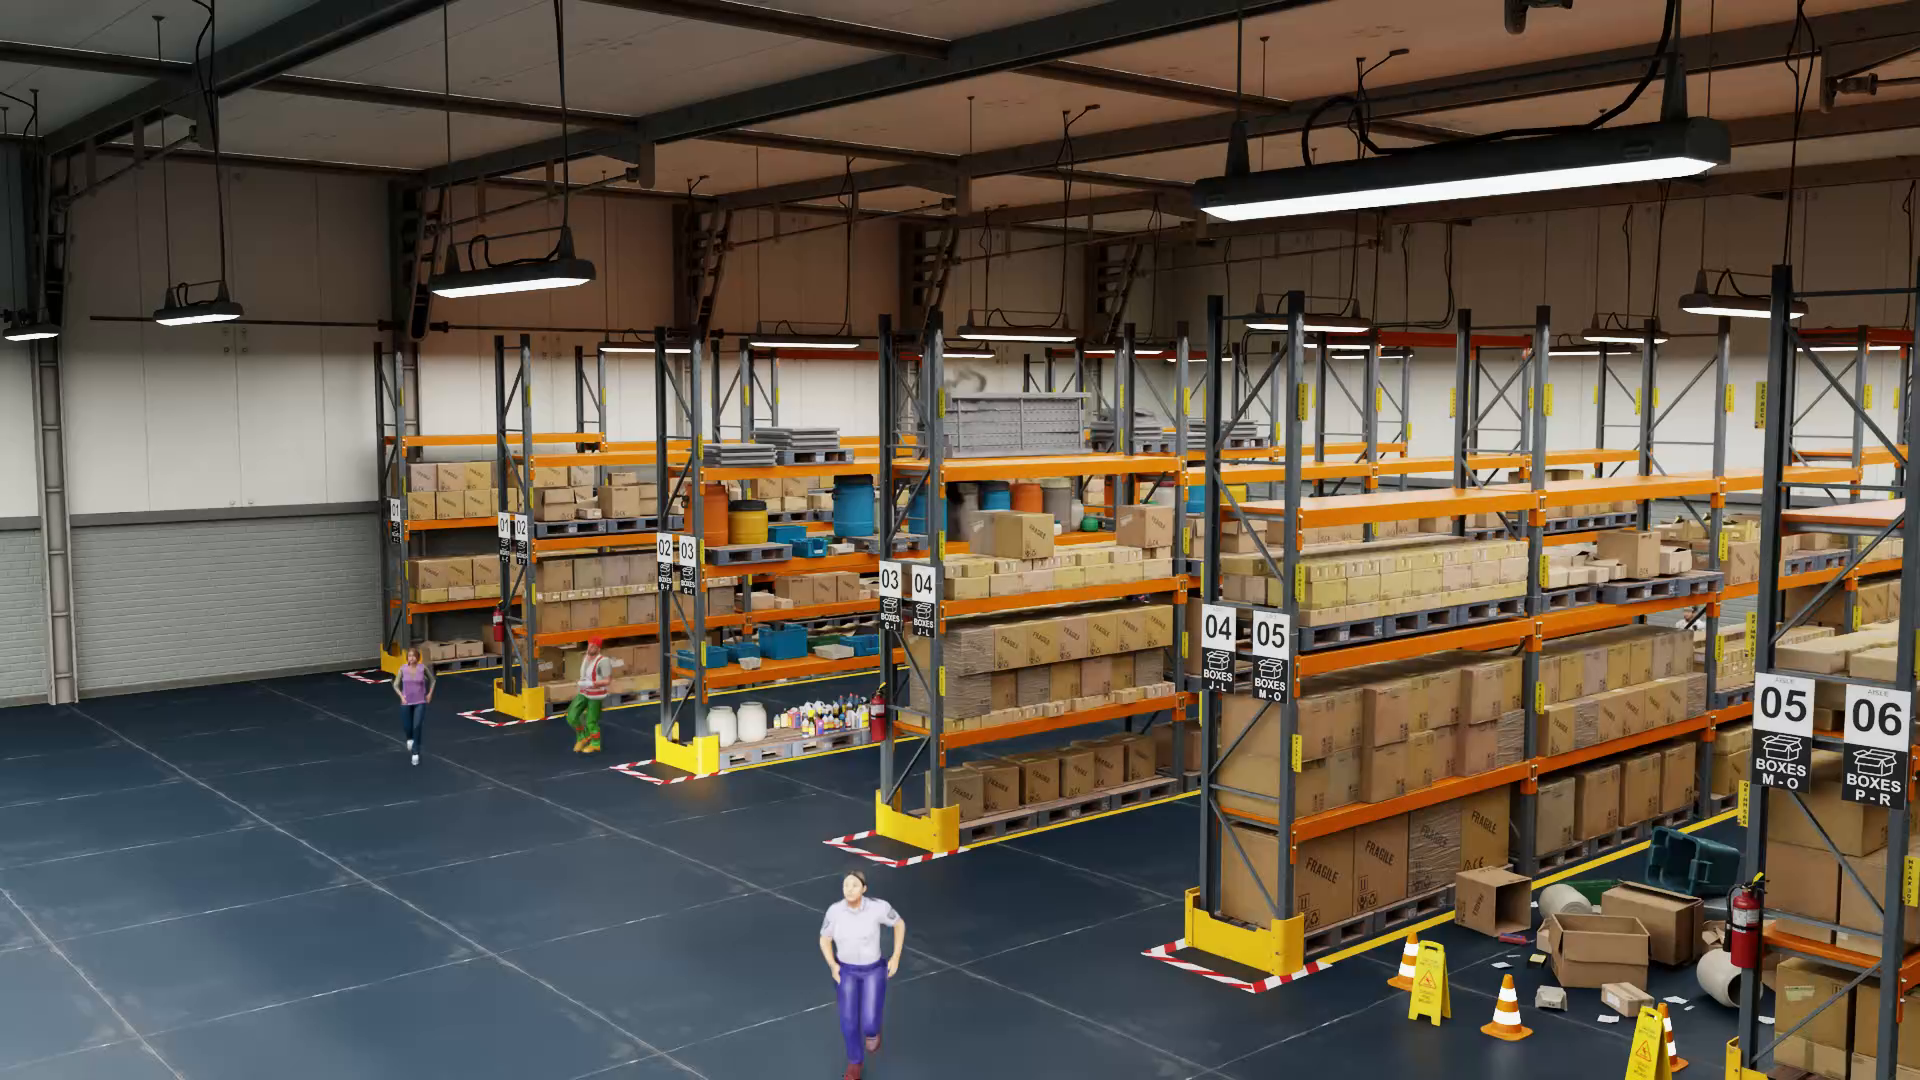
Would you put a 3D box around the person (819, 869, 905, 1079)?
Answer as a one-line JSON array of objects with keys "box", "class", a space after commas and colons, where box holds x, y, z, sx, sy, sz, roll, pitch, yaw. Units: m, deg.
[{"box": [-0.744, 3.251, 12.407, 0.624, 1.609, 0.594, 1, 5, 7], "class": "person"}]

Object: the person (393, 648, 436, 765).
[{"box": [-7.588, 2.282, 23.158, 0.566, 1.594, 0.668, -1, 5, -14], "class": "person"}]

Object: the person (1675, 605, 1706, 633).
[{"box": [12.032, 1.854, 27.453, 0.604, 1.638, 0.586, 4, 6, 36], "class": "person"}]

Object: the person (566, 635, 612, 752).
[{"box": [-5.168, 2.172, 23.387, 0.722, 1.707, 0.631, 3, 6, 29], "class": "person"}]
